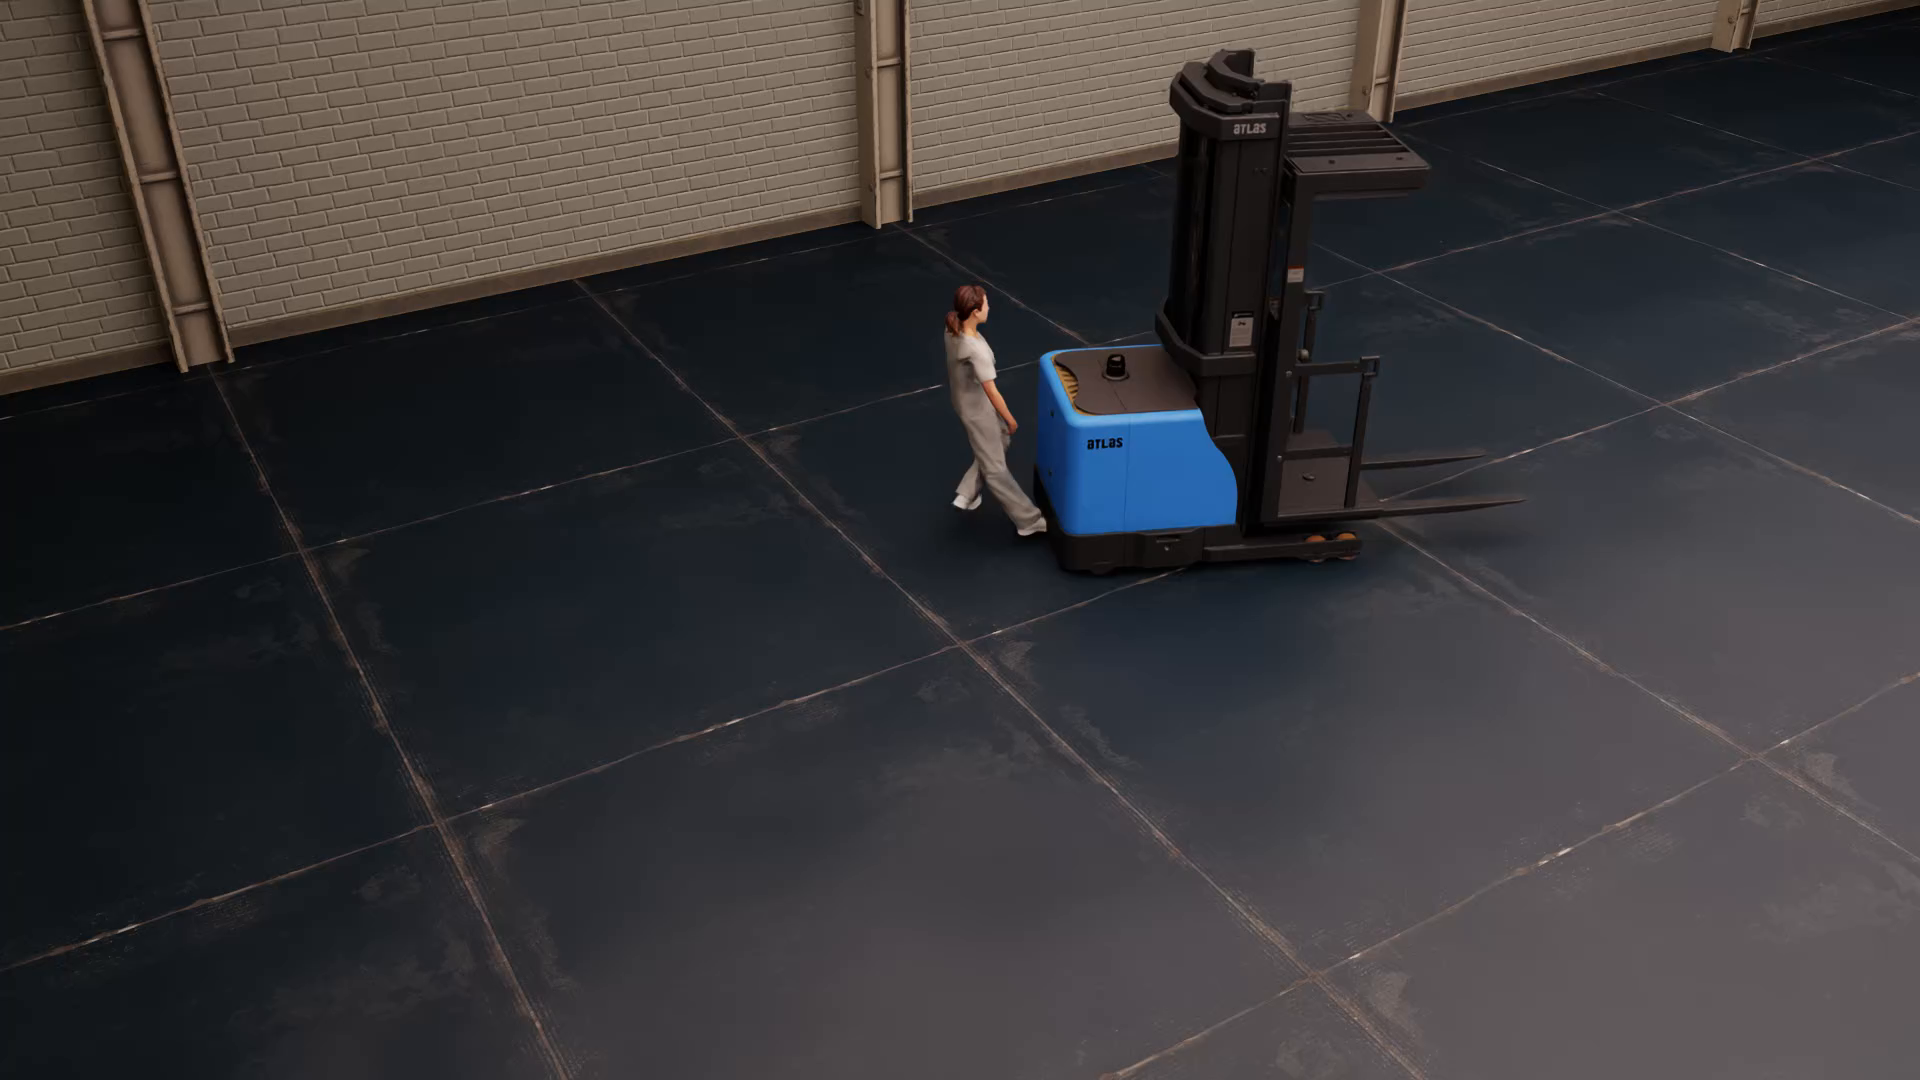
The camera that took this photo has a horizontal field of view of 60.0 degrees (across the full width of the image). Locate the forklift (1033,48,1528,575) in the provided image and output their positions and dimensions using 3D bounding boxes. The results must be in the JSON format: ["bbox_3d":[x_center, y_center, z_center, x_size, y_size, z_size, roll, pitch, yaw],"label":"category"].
[{"bbox_3d":[2.040,-1.383,9.956,3.031,2.935,1.130,-4,31,-7],"label":"forklift"}]

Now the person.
[{"bbox_3d":[0.243,-0.835,10.256,0.713,1.591,0.626,-8,32,-13],"label":"person"}]
